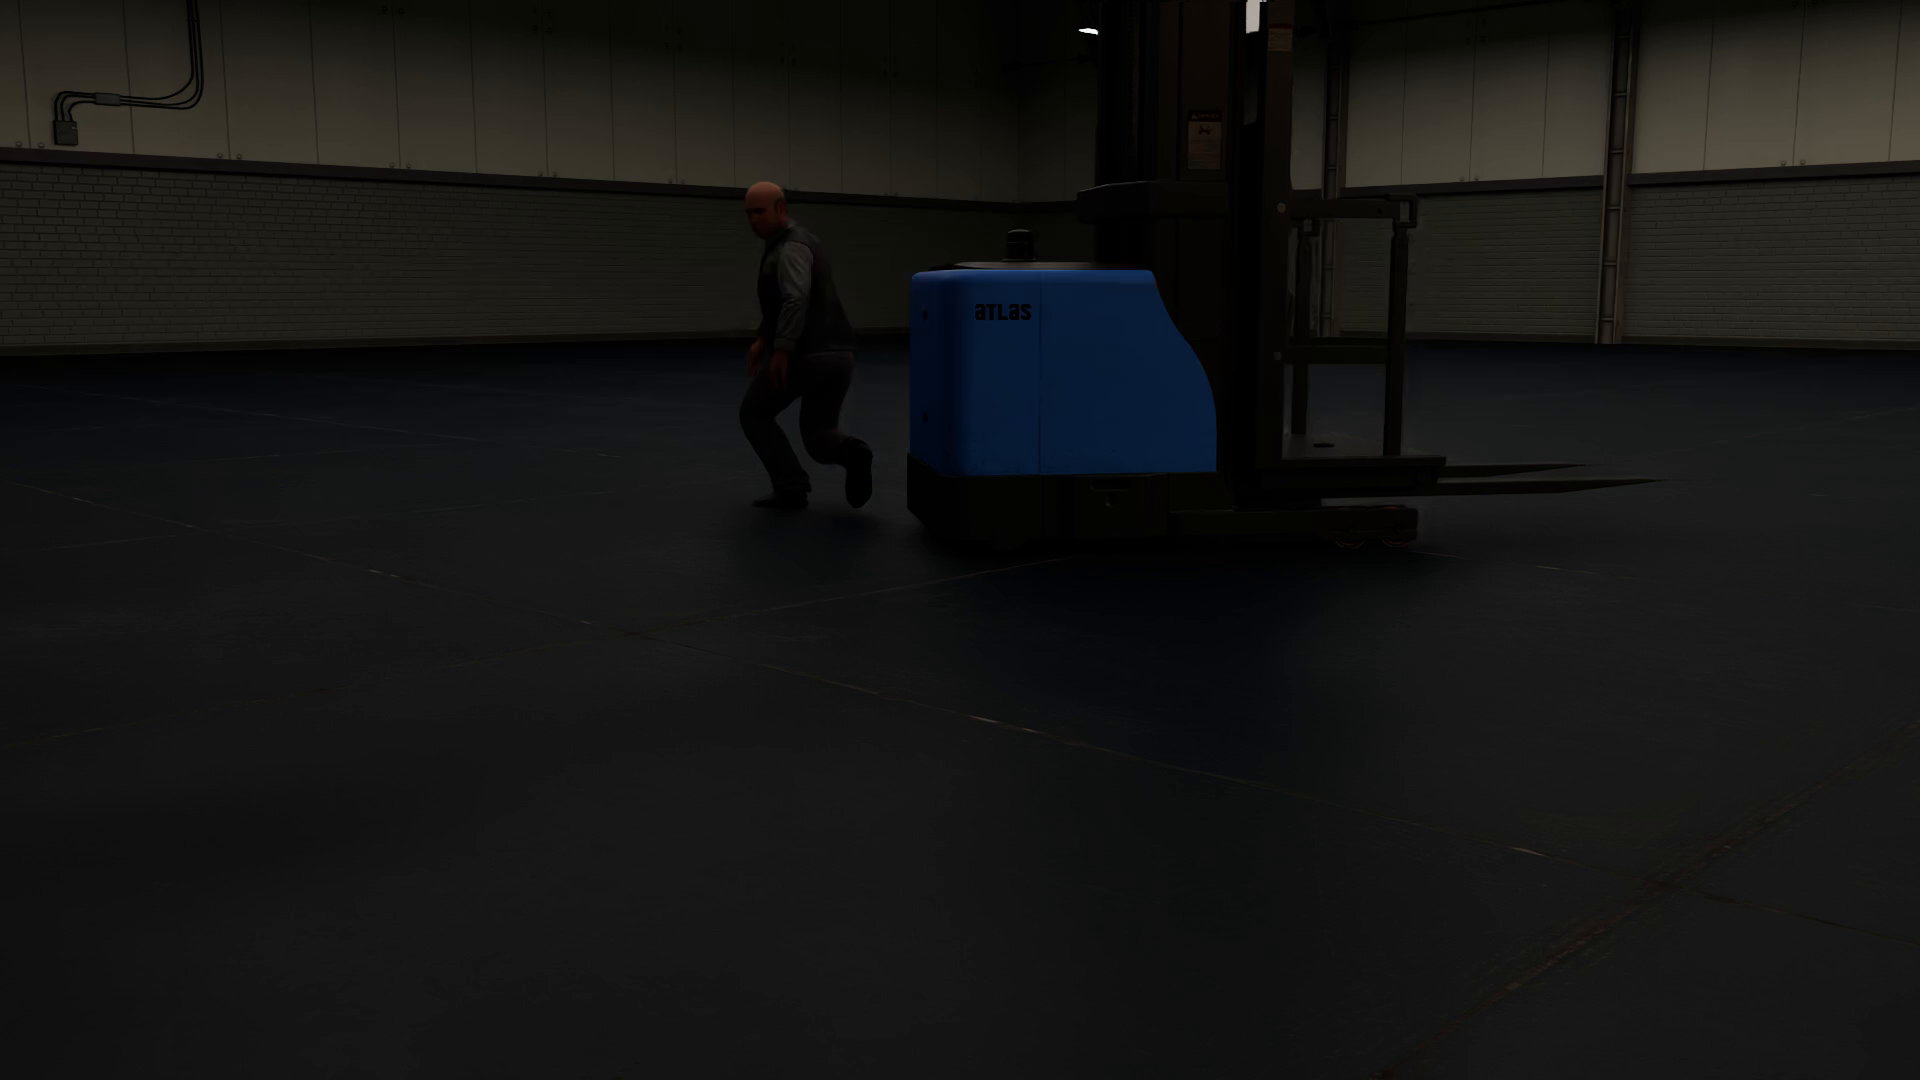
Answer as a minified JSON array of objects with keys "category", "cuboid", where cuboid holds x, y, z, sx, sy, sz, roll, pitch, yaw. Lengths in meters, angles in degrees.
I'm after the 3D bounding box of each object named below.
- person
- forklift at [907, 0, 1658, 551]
[{"category":"person","cuboid":[-0.745,-0.865,7.567,0.806,1.502,0.627,6,10,34]},{"category":"forklift","cuboid":[1.339,-1.488,6.757,3.031,2.935,1.130,-1,9,-10]}]
